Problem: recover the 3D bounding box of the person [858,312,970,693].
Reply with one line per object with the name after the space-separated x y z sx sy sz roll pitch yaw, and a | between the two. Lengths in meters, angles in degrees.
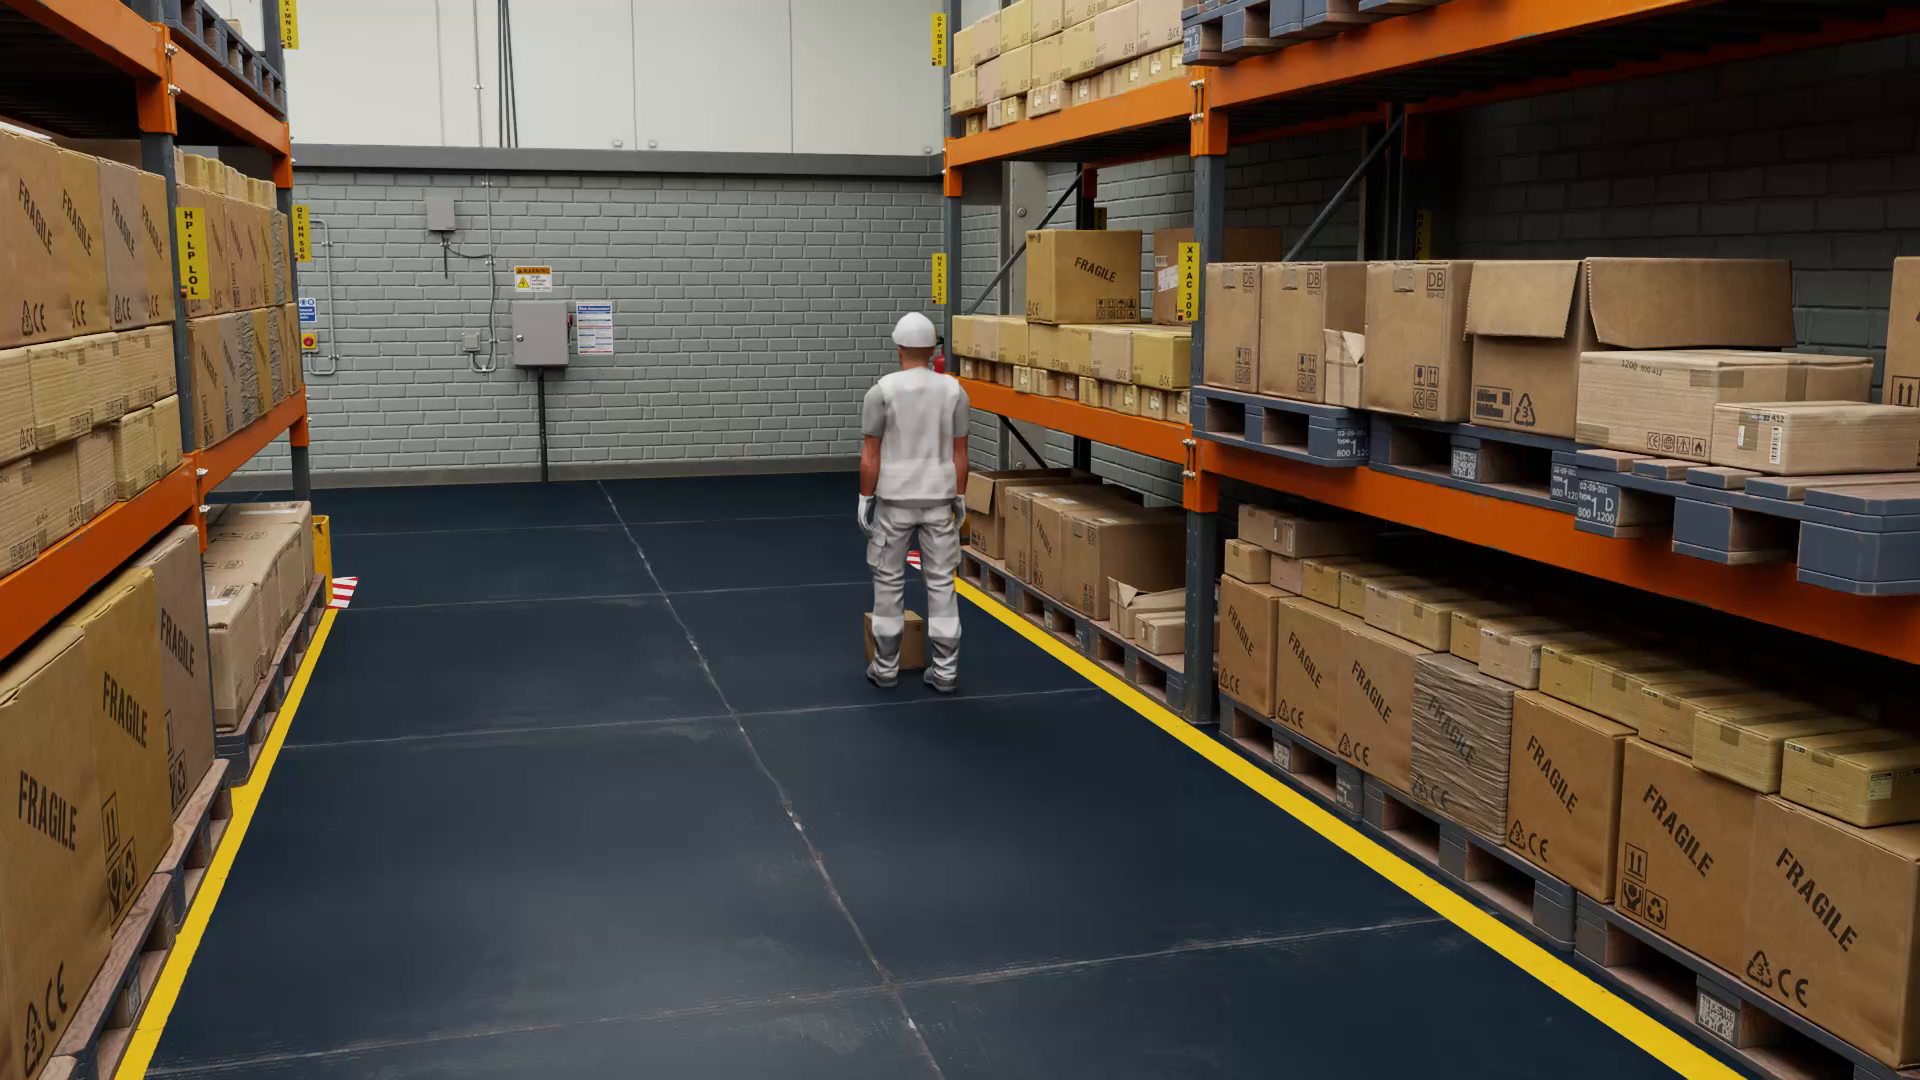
-0.231 -0.181 7.921 0.529 1.794 0.447 -2 9 -14 | person
